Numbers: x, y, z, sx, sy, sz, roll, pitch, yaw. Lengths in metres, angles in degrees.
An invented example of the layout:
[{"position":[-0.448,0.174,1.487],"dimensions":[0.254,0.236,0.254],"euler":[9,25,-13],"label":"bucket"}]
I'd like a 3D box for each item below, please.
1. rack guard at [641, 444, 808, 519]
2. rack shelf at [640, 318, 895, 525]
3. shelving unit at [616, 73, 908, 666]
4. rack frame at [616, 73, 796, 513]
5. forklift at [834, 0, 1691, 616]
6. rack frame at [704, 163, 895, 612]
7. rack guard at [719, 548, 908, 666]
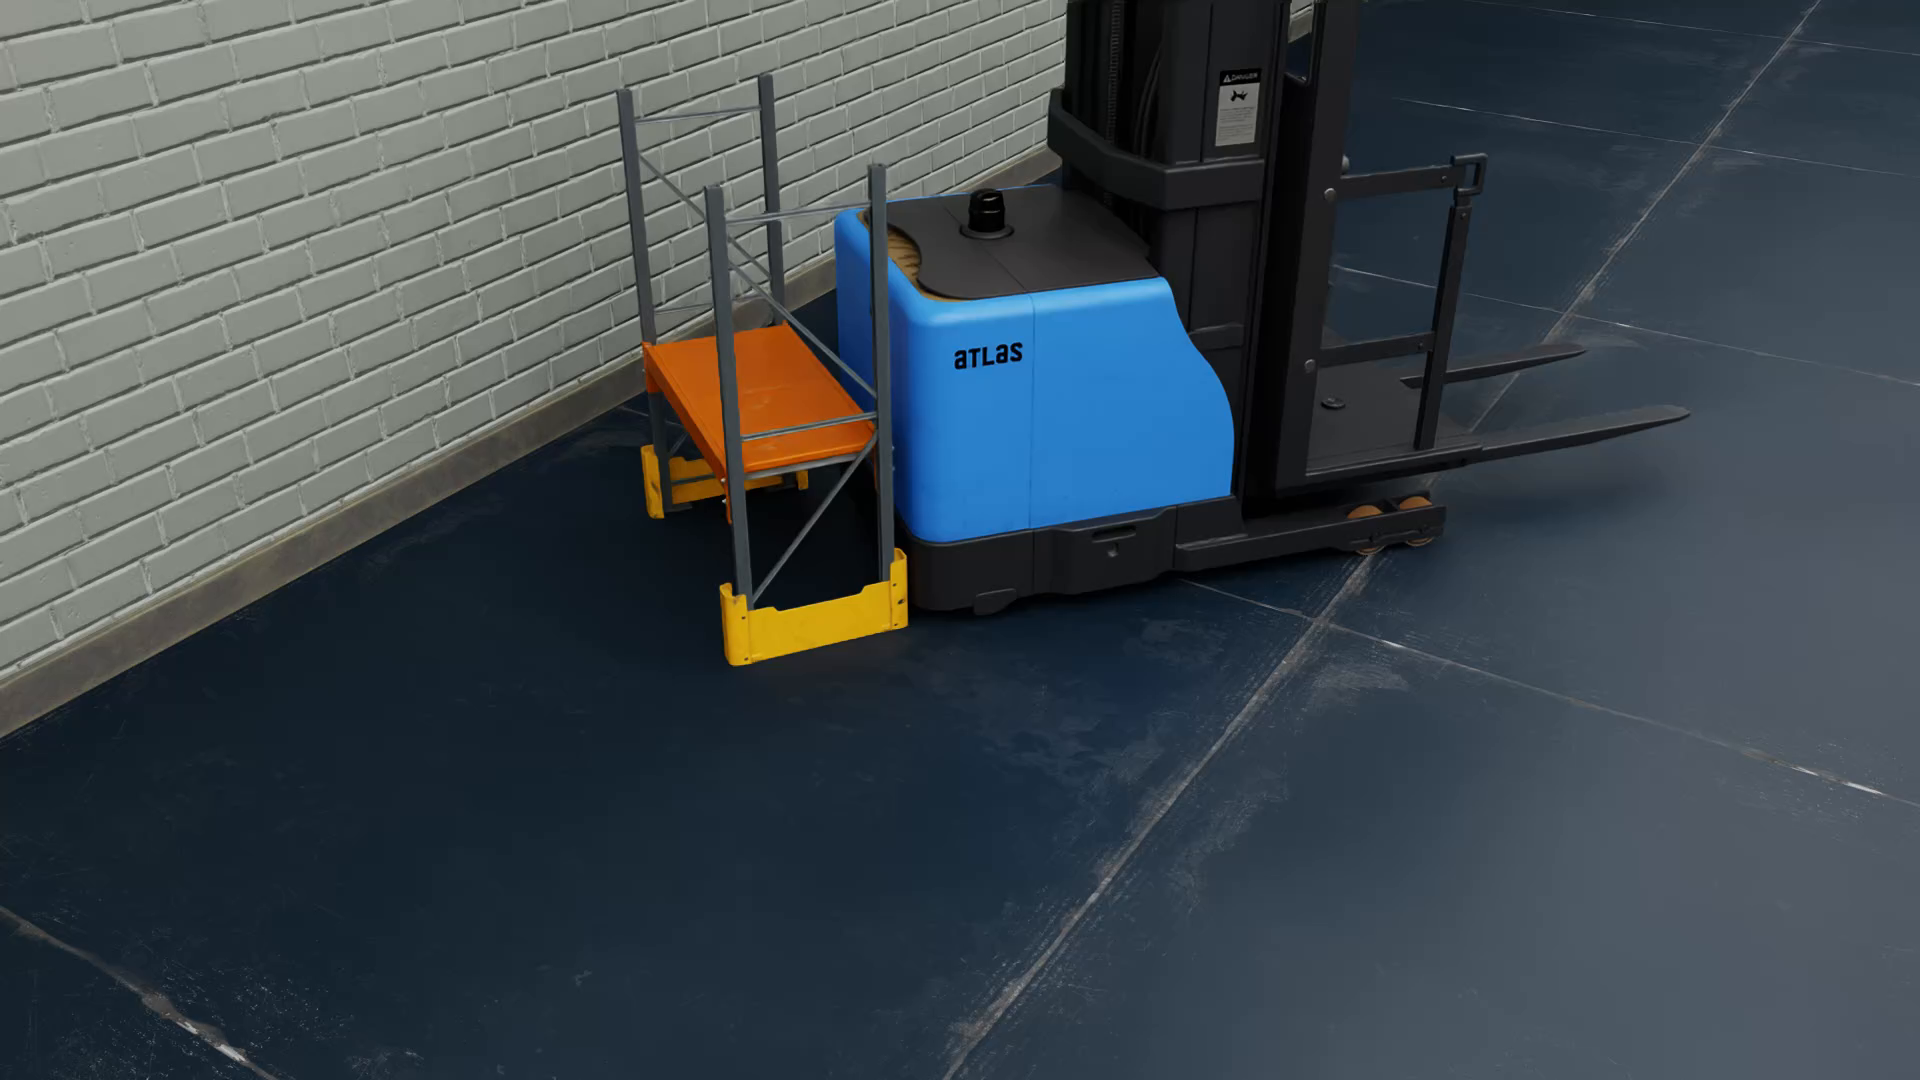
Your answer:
[{"position":[-0.835,-0.257,5.942],"dimensions":[0.587,0.250,0.087],"euler":[-12,32,-20],"label":"rack guard"},{"position":[-0.636,-0.406,5.315],"dimensions":[0.538,0.185,1.000],"euler":[-12,32,-20],"label":"rack shelf"},{"position":[-0.640,-0.566,5.231],"dimensions":[0.587,1.500,1.083],"euler":[-12,32,-20],"label":"shelving unit"},{"position":[-0.835,-0.797,5.628],"dimensions":[0.500,1.500,0.032],"euler":[-12,32,-20],"label":"rack frame"},{"position":[1.143,-1.457,5.339],"dimensions":[3.031,2.935,1.130],"euler":[-9,32,-16],"label":"forklift"},{"position":[-0.437,-0.326,4.820],"dimensions":[0.500,1.500,0.032],"euler":[-12,32,-20],"label":"rack frame"},{"position":[-0.445,0.205,5.150],"dimensions":[0.587,0.250,0.087],"euler":[-12,32,-20],"label":"rack guard"}]
